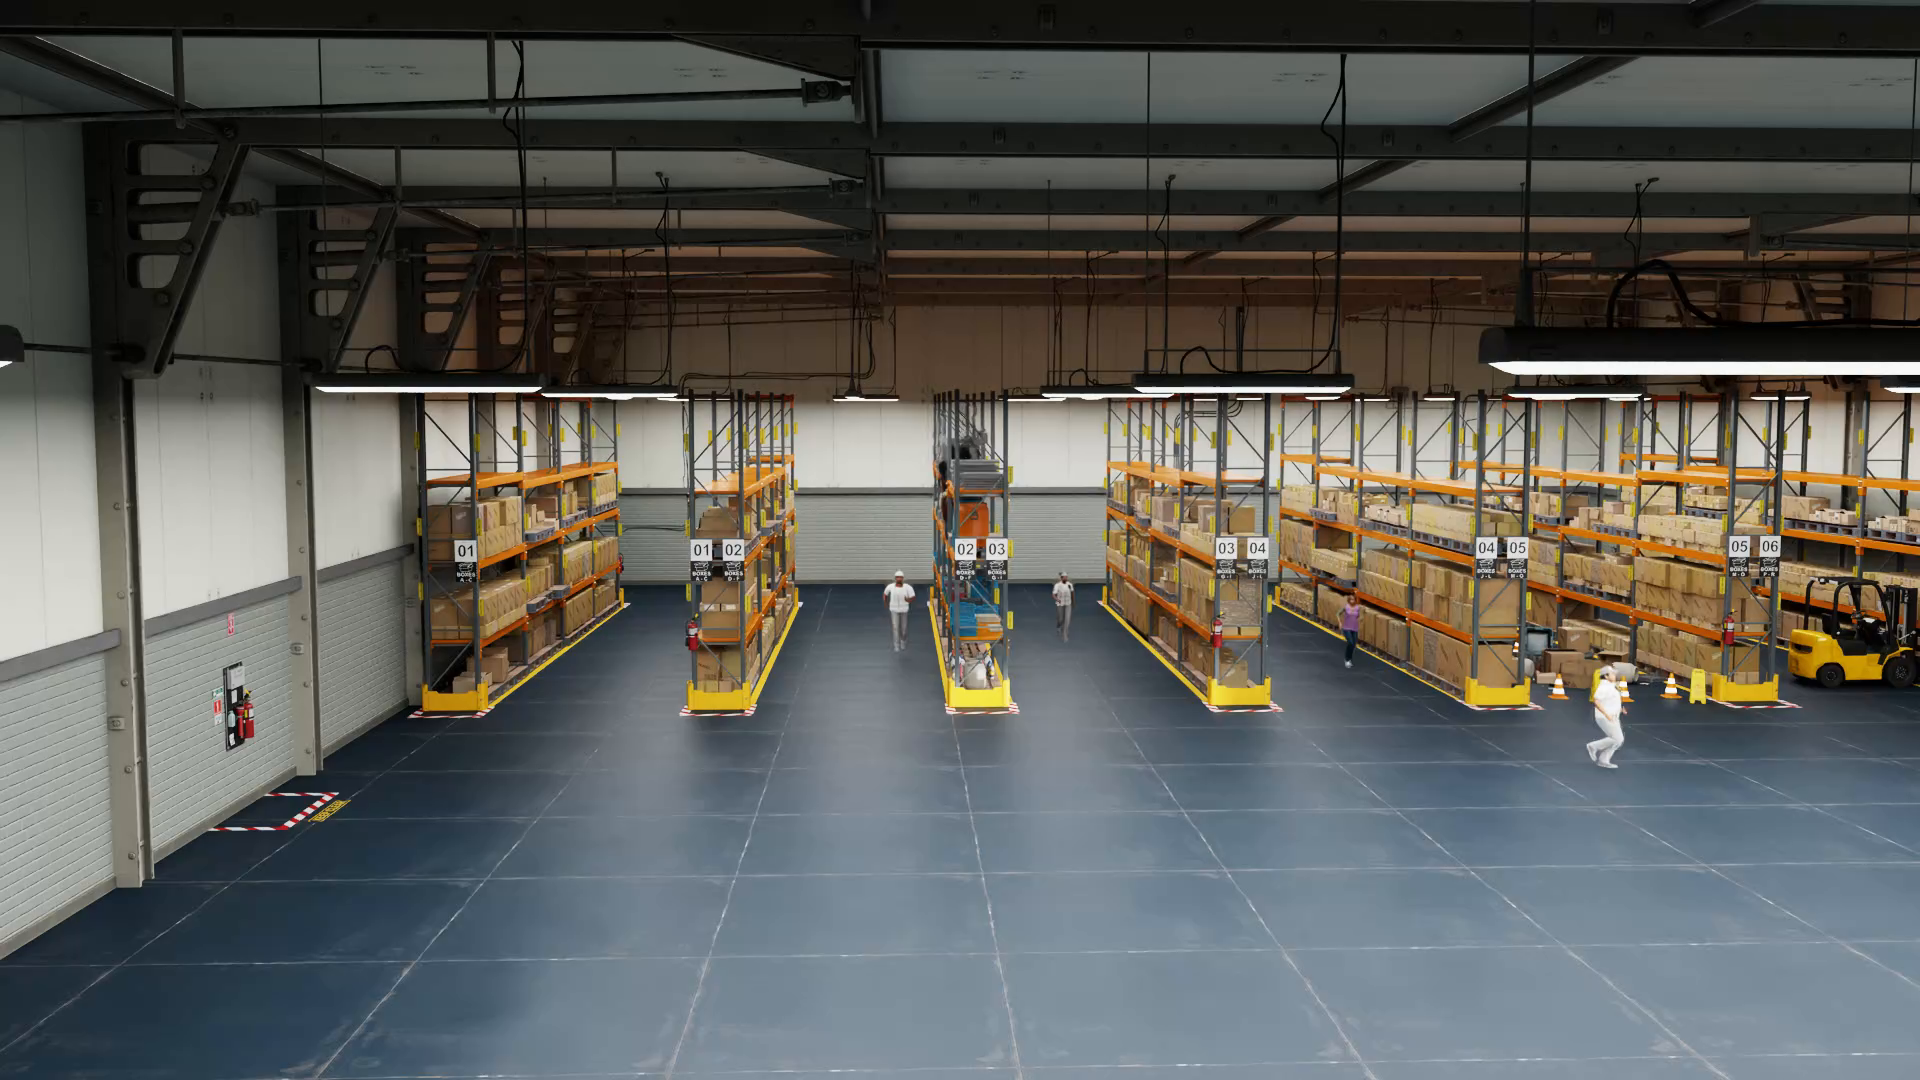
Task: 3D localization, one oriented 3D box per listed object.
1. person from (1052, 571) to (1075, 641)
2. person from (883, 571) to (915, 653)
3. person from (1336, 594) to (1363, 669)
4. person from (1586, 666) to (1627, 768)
[{"bbox_3d":[2.535,1.594,40.571,0.588,1.696,0.827,-1,5,-8],"label":"person"},{"bbox_3d":[-1.335,1.578,36.513,0.710,1.794,0.902,0,5,-2],"label":"person"},{"bbox_3d":[8.470,1.982,36.057,0.503,1.612,0.682,-1,5,-9],"label":"person"},{"bbox_3d":[10.184,2.785,26.173,0.554,1.617,0.621,3,5,29],"label":"person"}]
